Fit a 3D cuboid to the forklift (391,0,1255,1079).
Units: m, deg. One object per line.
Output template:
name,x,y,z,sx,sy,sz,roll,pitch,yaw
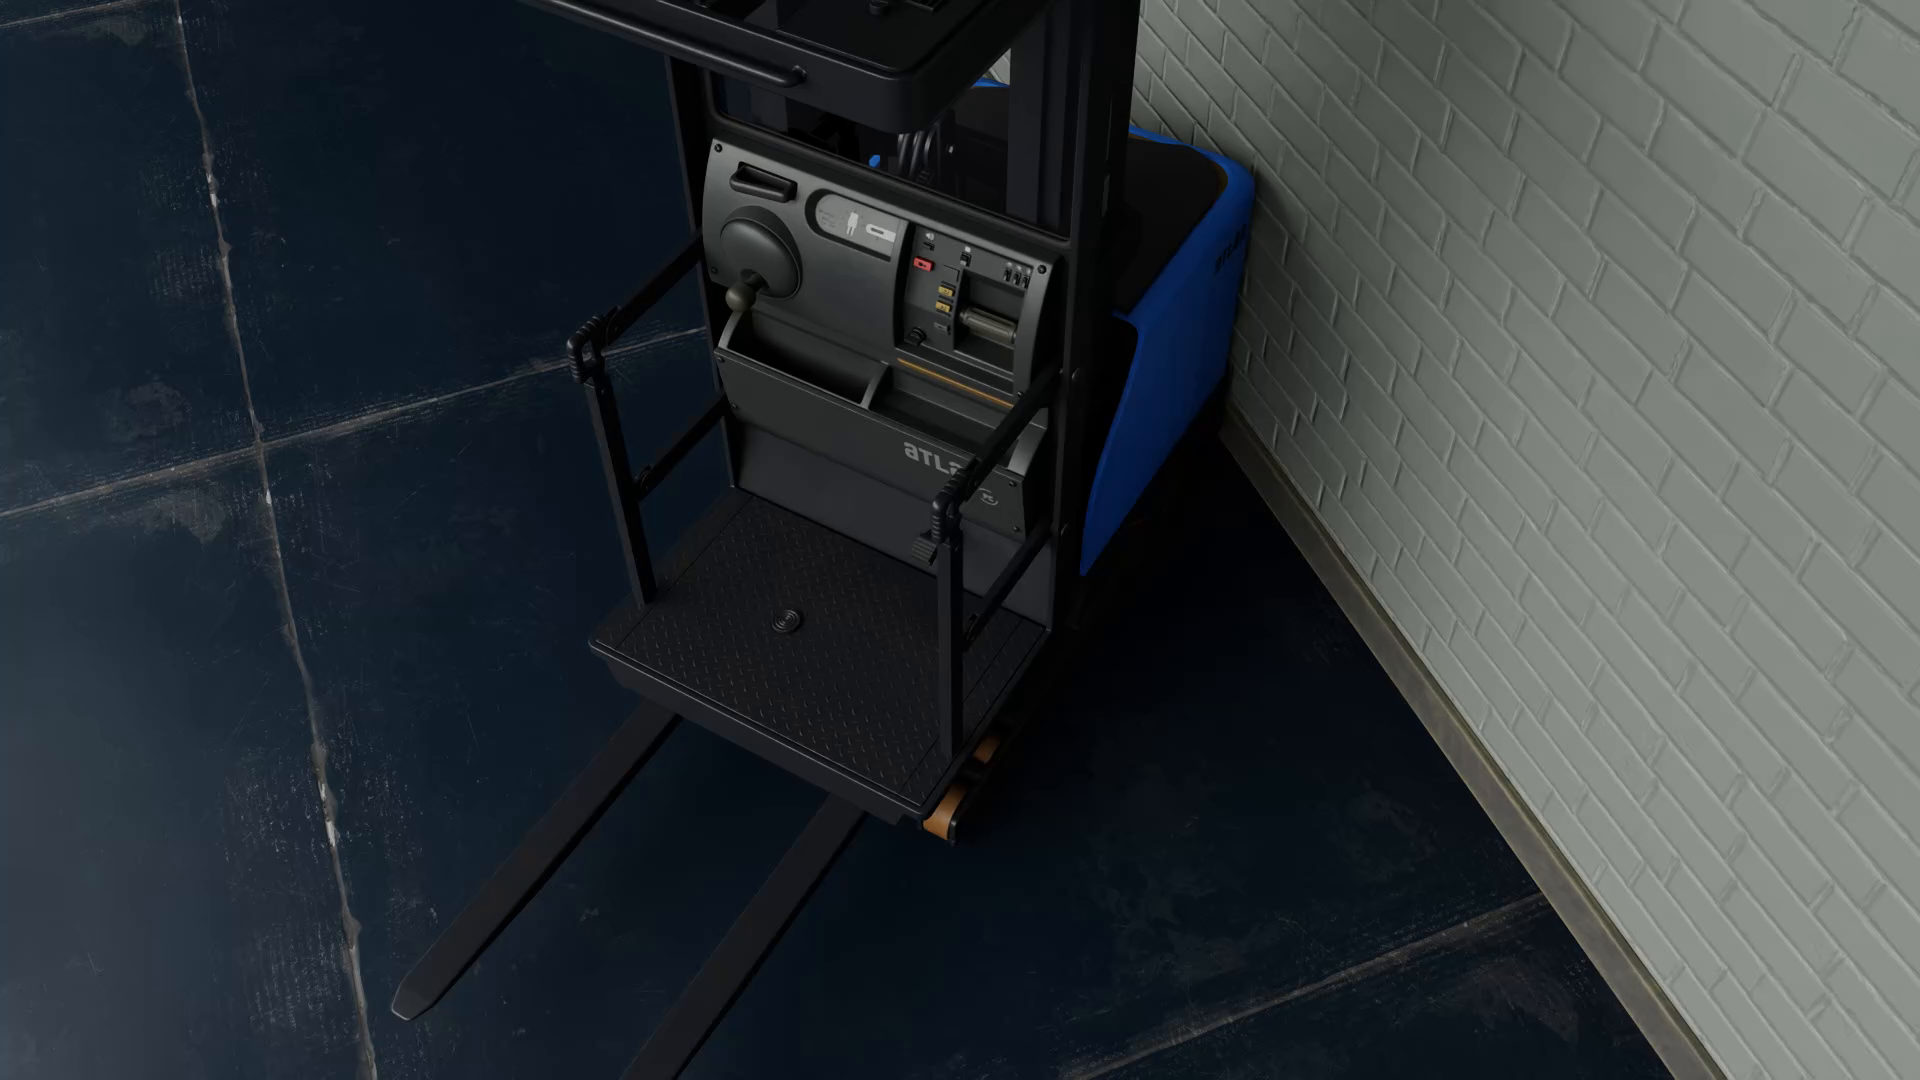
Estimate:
forklift,-0.316,-0.546,3.787,1.130,2.935,3.031,24,53,19
